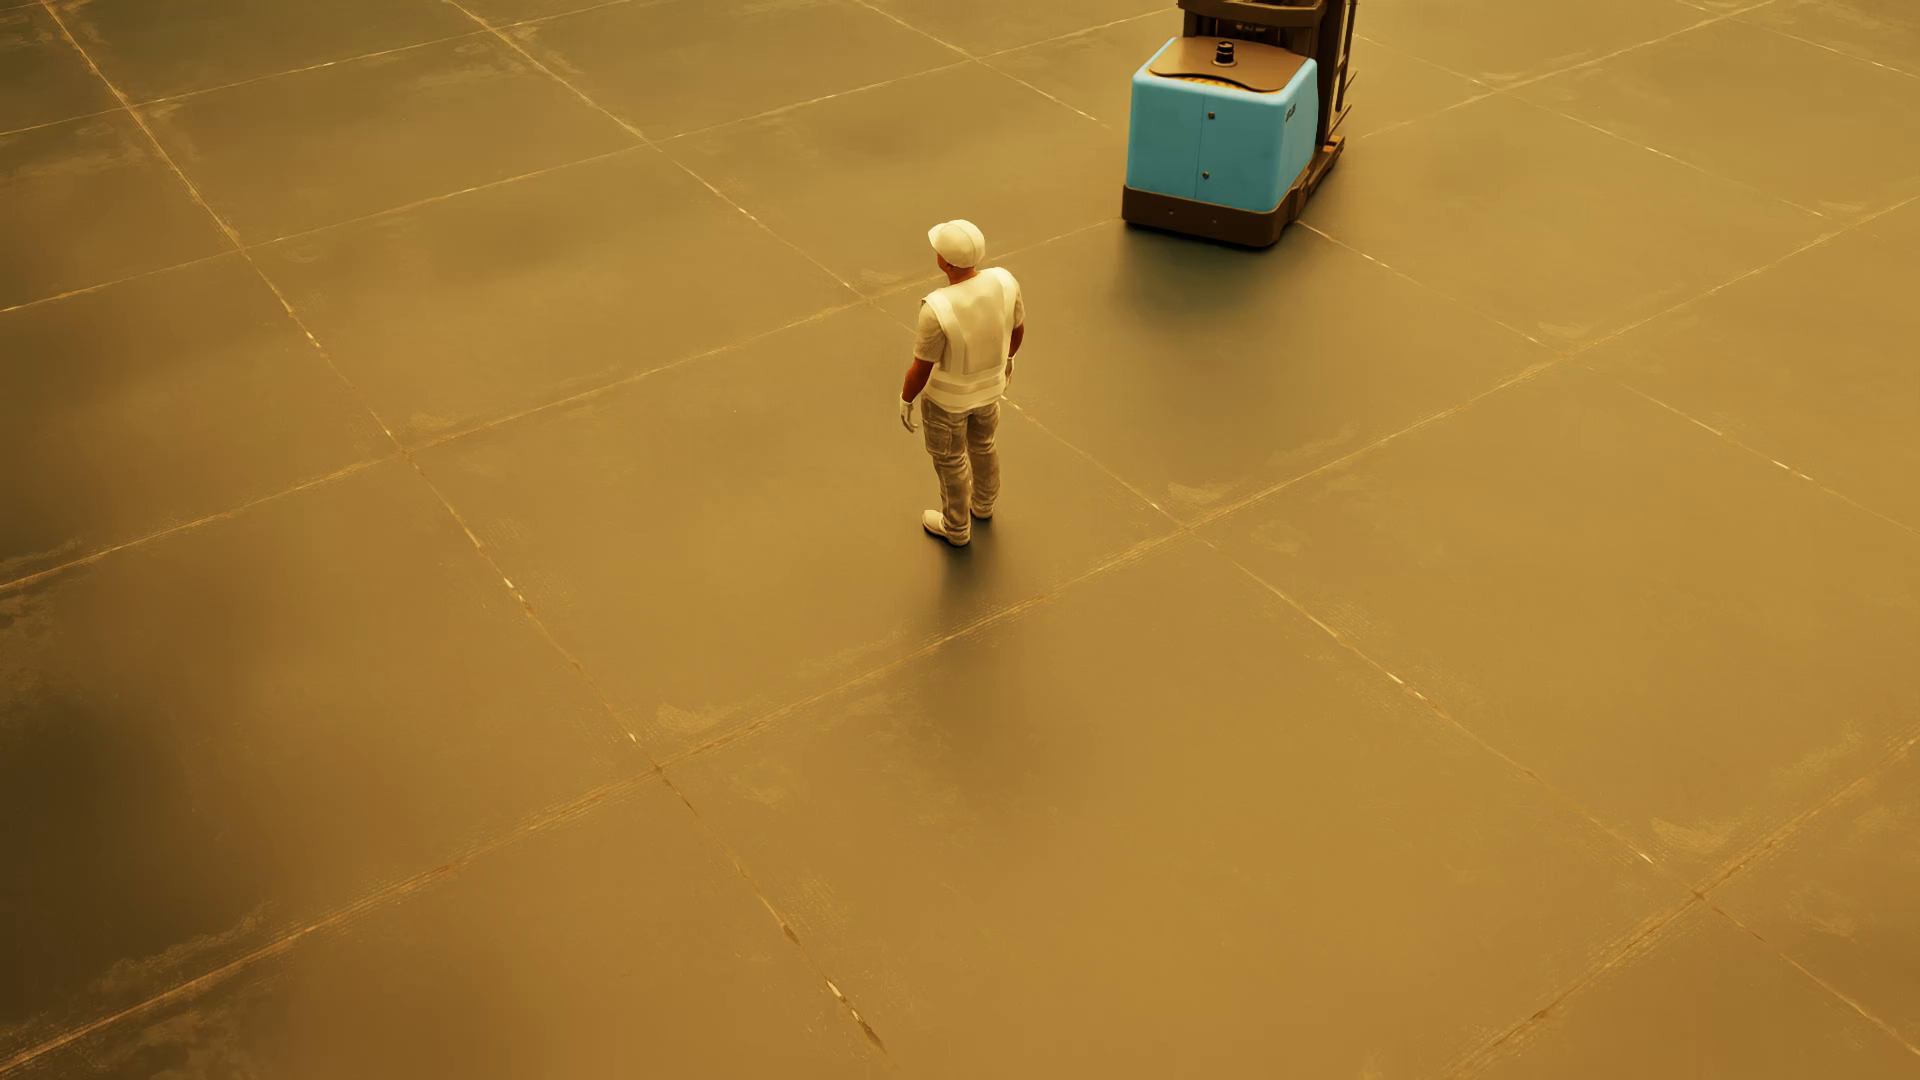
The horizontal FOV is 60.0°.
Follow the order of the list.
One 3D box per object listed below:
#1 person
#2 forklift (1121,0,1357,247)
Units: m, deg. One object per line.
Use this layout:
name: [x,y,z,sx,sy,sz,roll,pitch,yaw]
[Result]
person: [-0.034,-0.761,7.927,0.656,1.782,0.577,-23,42,-28]
forklift: [2.170,-3.965,11.307,1.130,2.935,3.031,15,39,20]
